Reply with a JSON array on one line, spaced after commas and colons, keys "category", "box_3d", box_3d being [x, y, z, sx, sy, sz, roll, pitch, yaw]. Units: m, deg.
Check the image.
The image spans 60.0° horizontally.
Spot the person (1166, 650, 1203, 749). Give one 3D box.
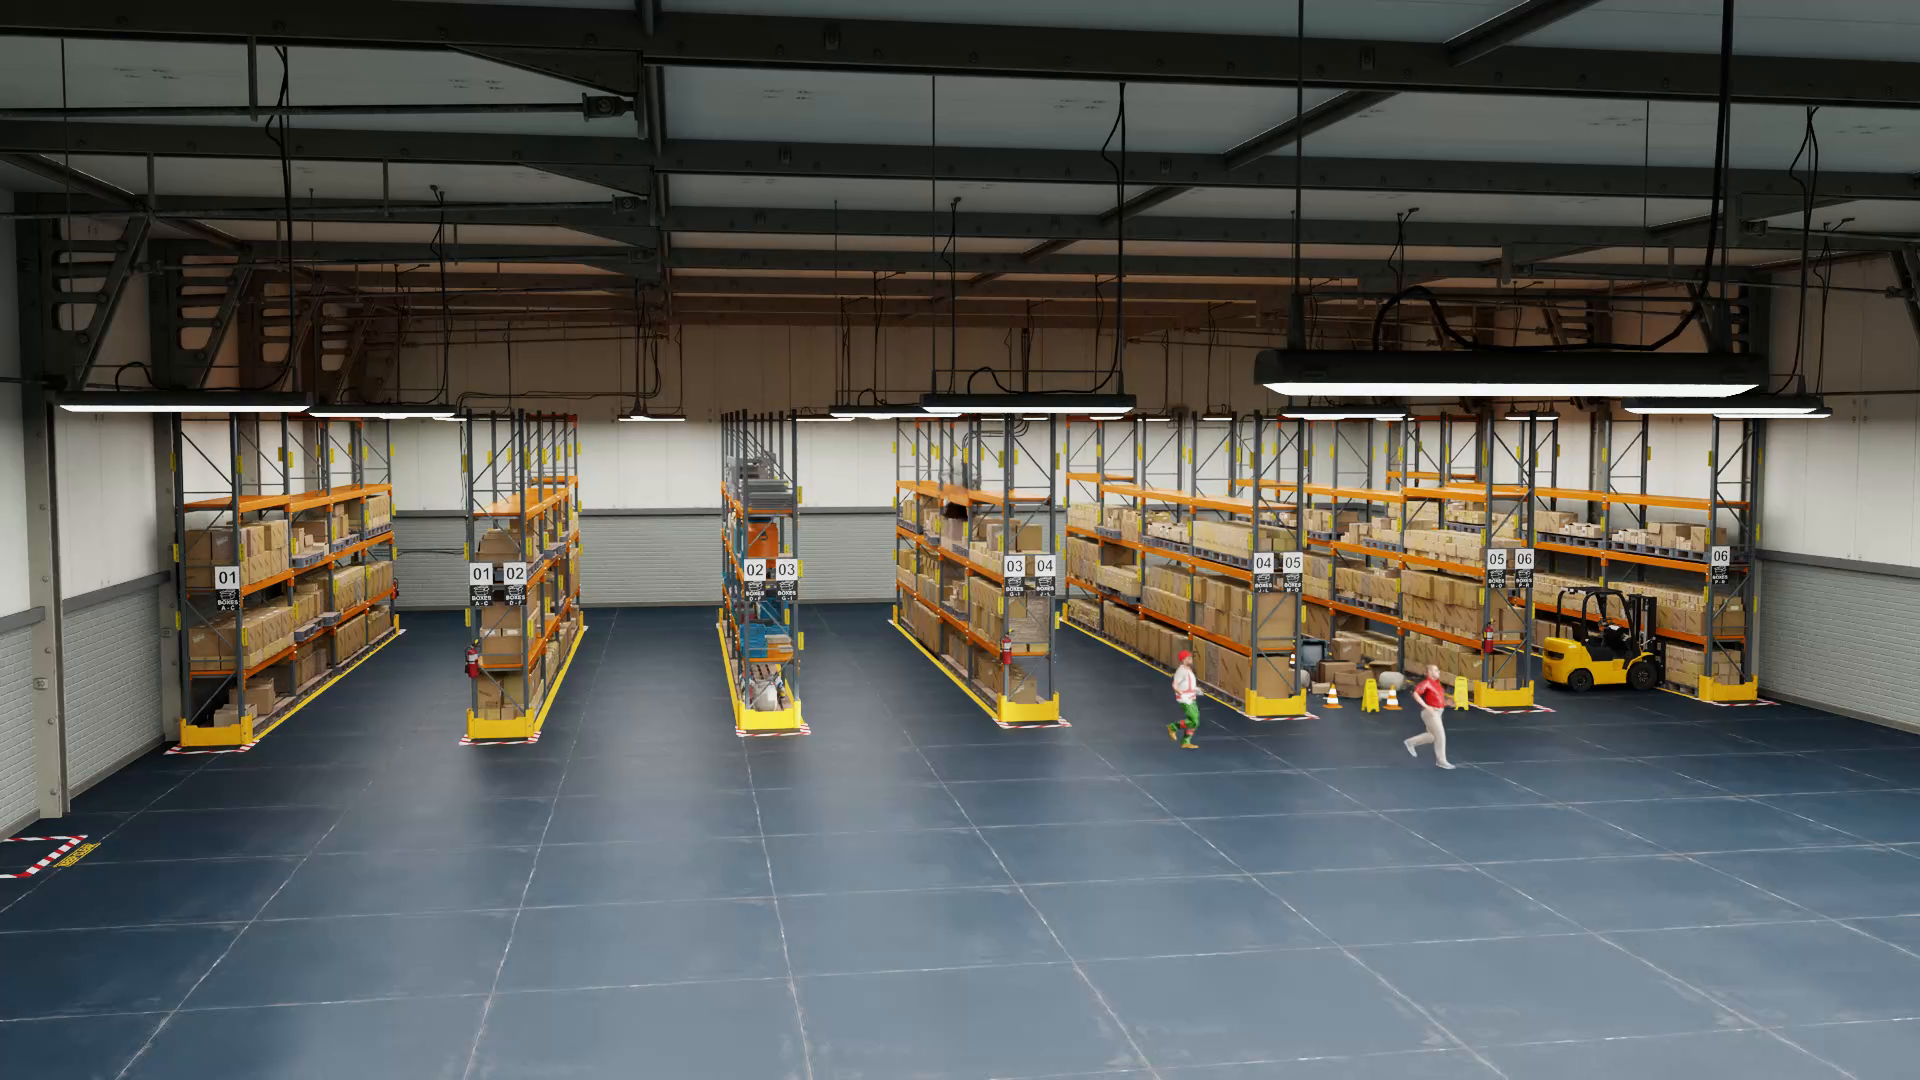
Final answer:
[{"category": "person", "box_3d": [3.963, 2.811, 29.311, 0.602, 1.737, 0.655, 2, 4, 22]}]

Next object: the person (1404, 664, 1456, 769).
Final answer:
[{"category": "person", "box_3d": [7.872, 2.940, 27.824, 0.879, 1.731, 0.663, 2, 5, 32]}]

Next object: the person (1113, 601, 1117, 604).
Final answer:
[{"category": "person", "box_3d": [4.853, 1.436, 50.147, 0.718, 1.646, 0.518, -1, 4, -9]}]
